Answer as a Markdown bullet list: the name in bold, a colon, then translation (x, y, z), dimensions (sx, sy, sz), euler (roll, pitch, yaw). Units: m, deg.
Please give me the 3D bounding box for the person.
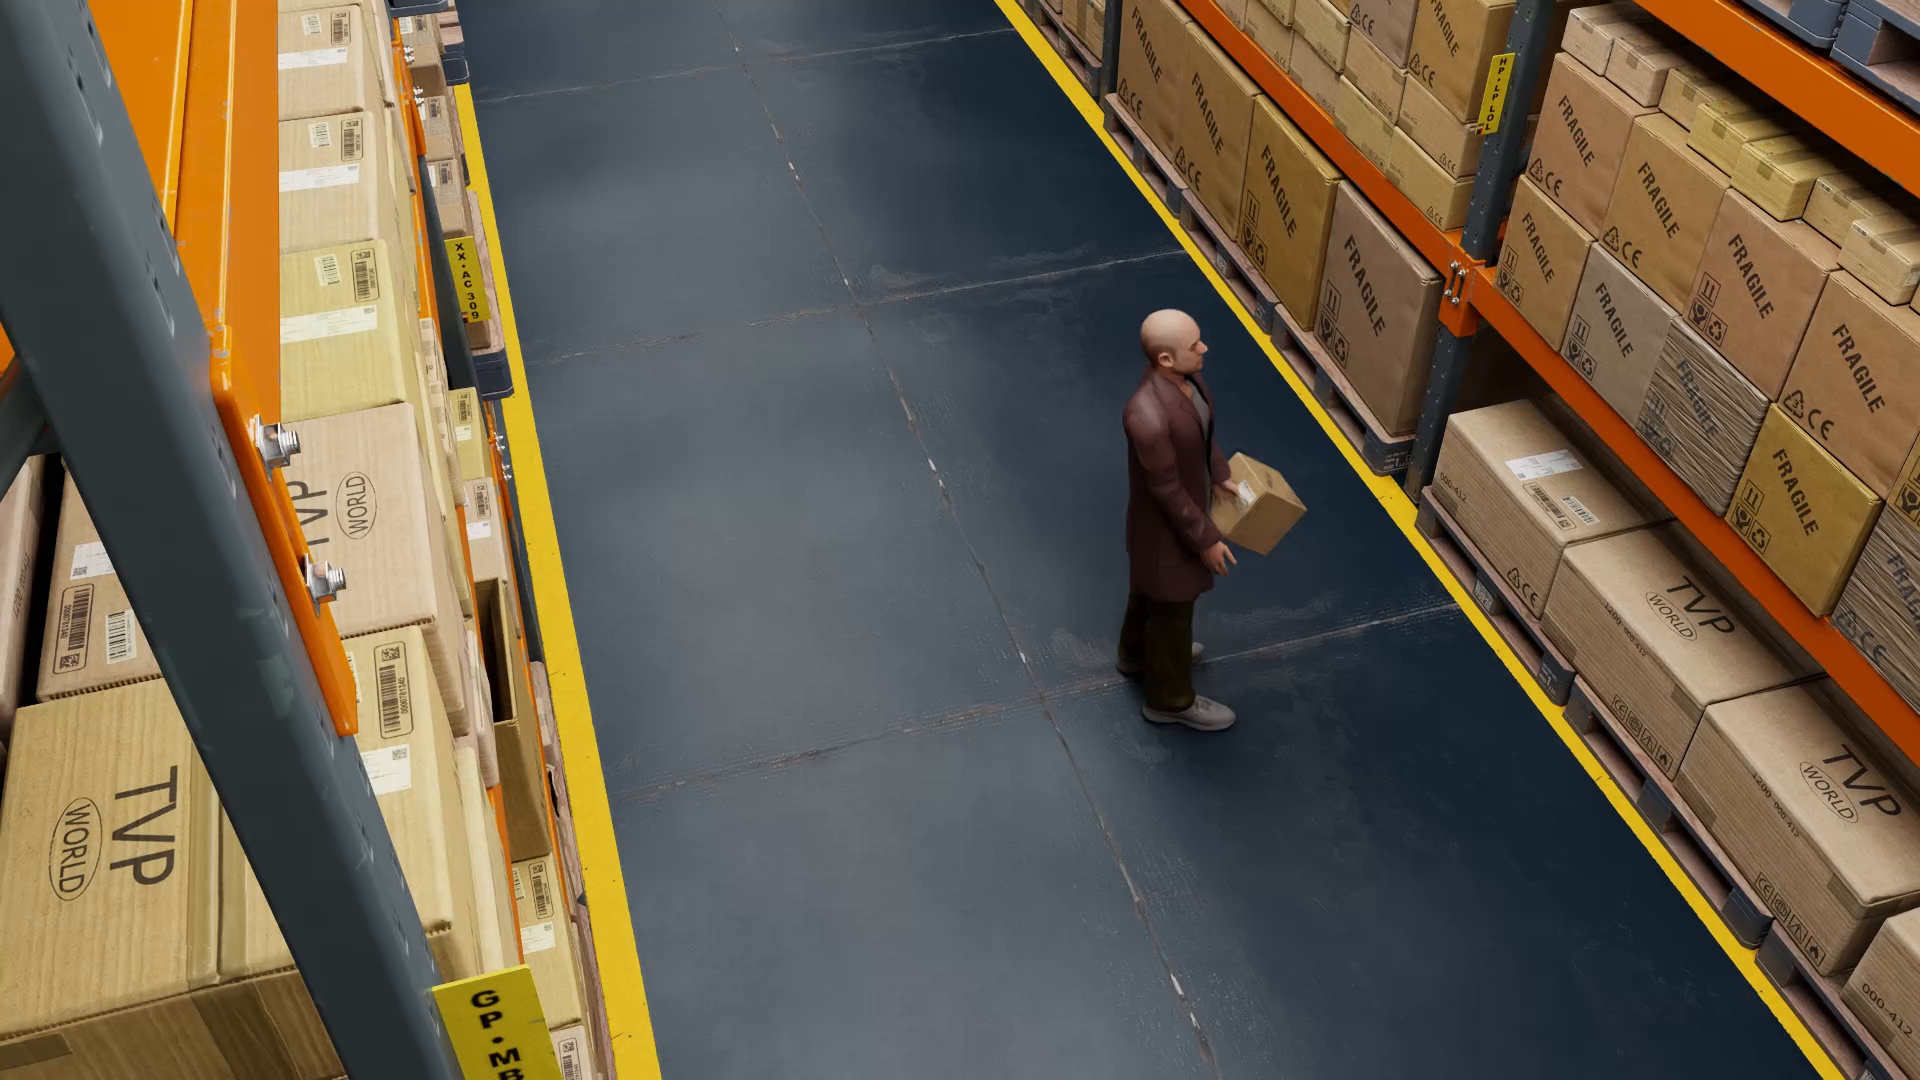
- **person**: translation (0.881, -0.084, 6.265), dimensions (0.557, 1.781, 0.579), euler (10, 43, 11)
